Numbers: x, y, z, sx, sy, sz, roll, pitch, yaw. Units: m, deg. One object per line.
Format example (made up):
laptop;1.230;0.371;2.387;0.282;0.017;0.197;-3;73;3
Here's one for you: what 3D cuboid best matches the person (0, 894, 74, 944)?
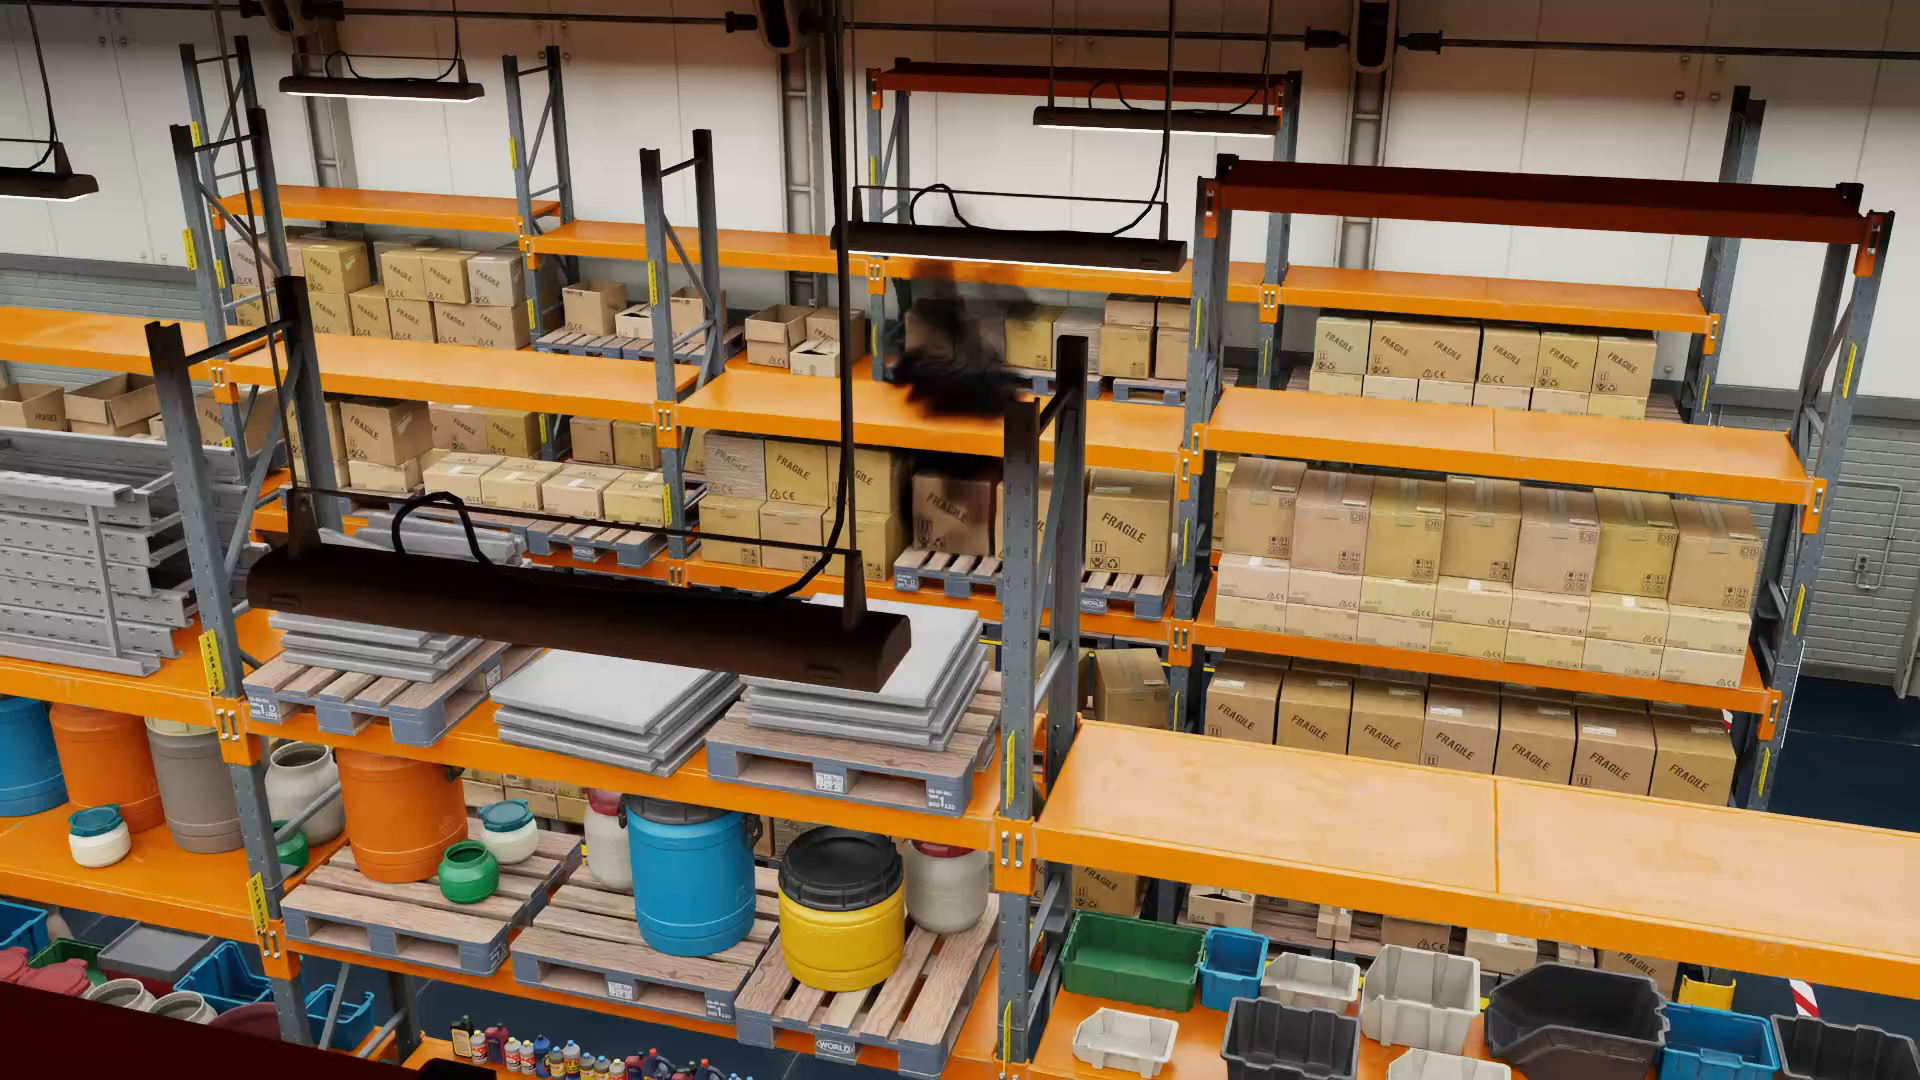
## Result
person;-7.001;2.553;12.428;0.710;1.745;0.650;8;24;18
